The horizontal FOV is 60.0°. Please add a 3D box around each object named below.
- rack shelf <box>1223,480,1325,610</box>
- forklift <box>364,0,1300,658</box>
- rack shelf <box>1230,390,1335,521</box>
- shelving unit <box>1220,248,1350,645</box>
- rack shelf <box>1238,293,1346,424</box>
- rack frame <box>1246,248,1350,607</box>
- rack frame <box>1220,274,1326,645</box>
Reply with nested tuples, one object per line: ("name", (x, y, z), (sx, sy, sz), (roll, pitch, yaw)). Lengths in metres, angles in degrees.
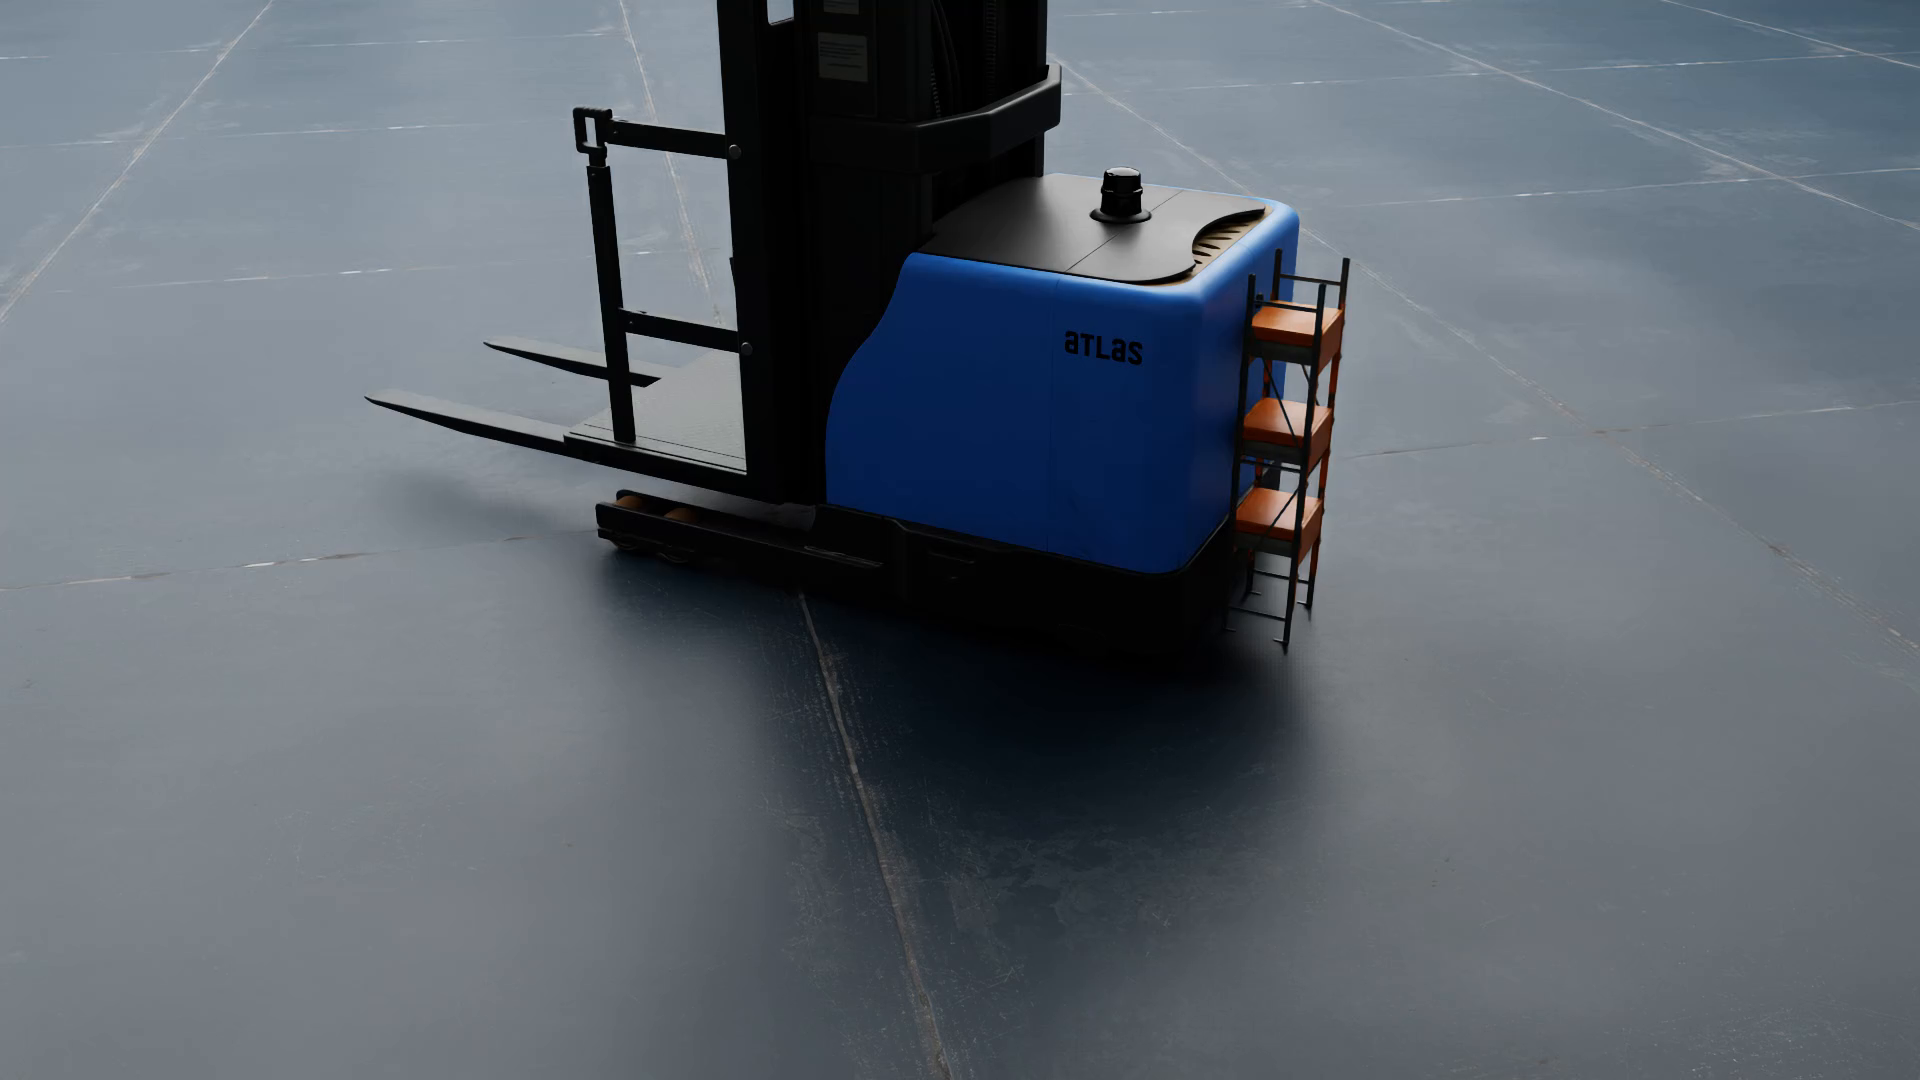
("rack shelf", (0.887, 0.012, 4.702), (0.215, 0.259, 0.240), (12, 29, 23))
("forklift", (-0.558, -1.435, 4.840), (3.031, 2.935, 1.130), (13, 29, 24))
("rack shelf", (0.887, -0.236, 4.576), (0.215, 0.259, 0.240), (12, 29, 23))
("shelving unit", (0.887, -0.246, 4.572), (0.215, 1.050, 0.252), (12, 29, 23))
("rack shelf", (0.887, -0.490, 4.449), (0.215, 0.259, 0.240), (12, 29, 23))
("rack frame", (0.940, -0.295, 4.670), (0.200, 1.050, 0.008), (12, 29, 23))
("rack frame", (0.834, -0.196, 4.474), (0.200, 1.050, 0.008), (12, 29, 23))
